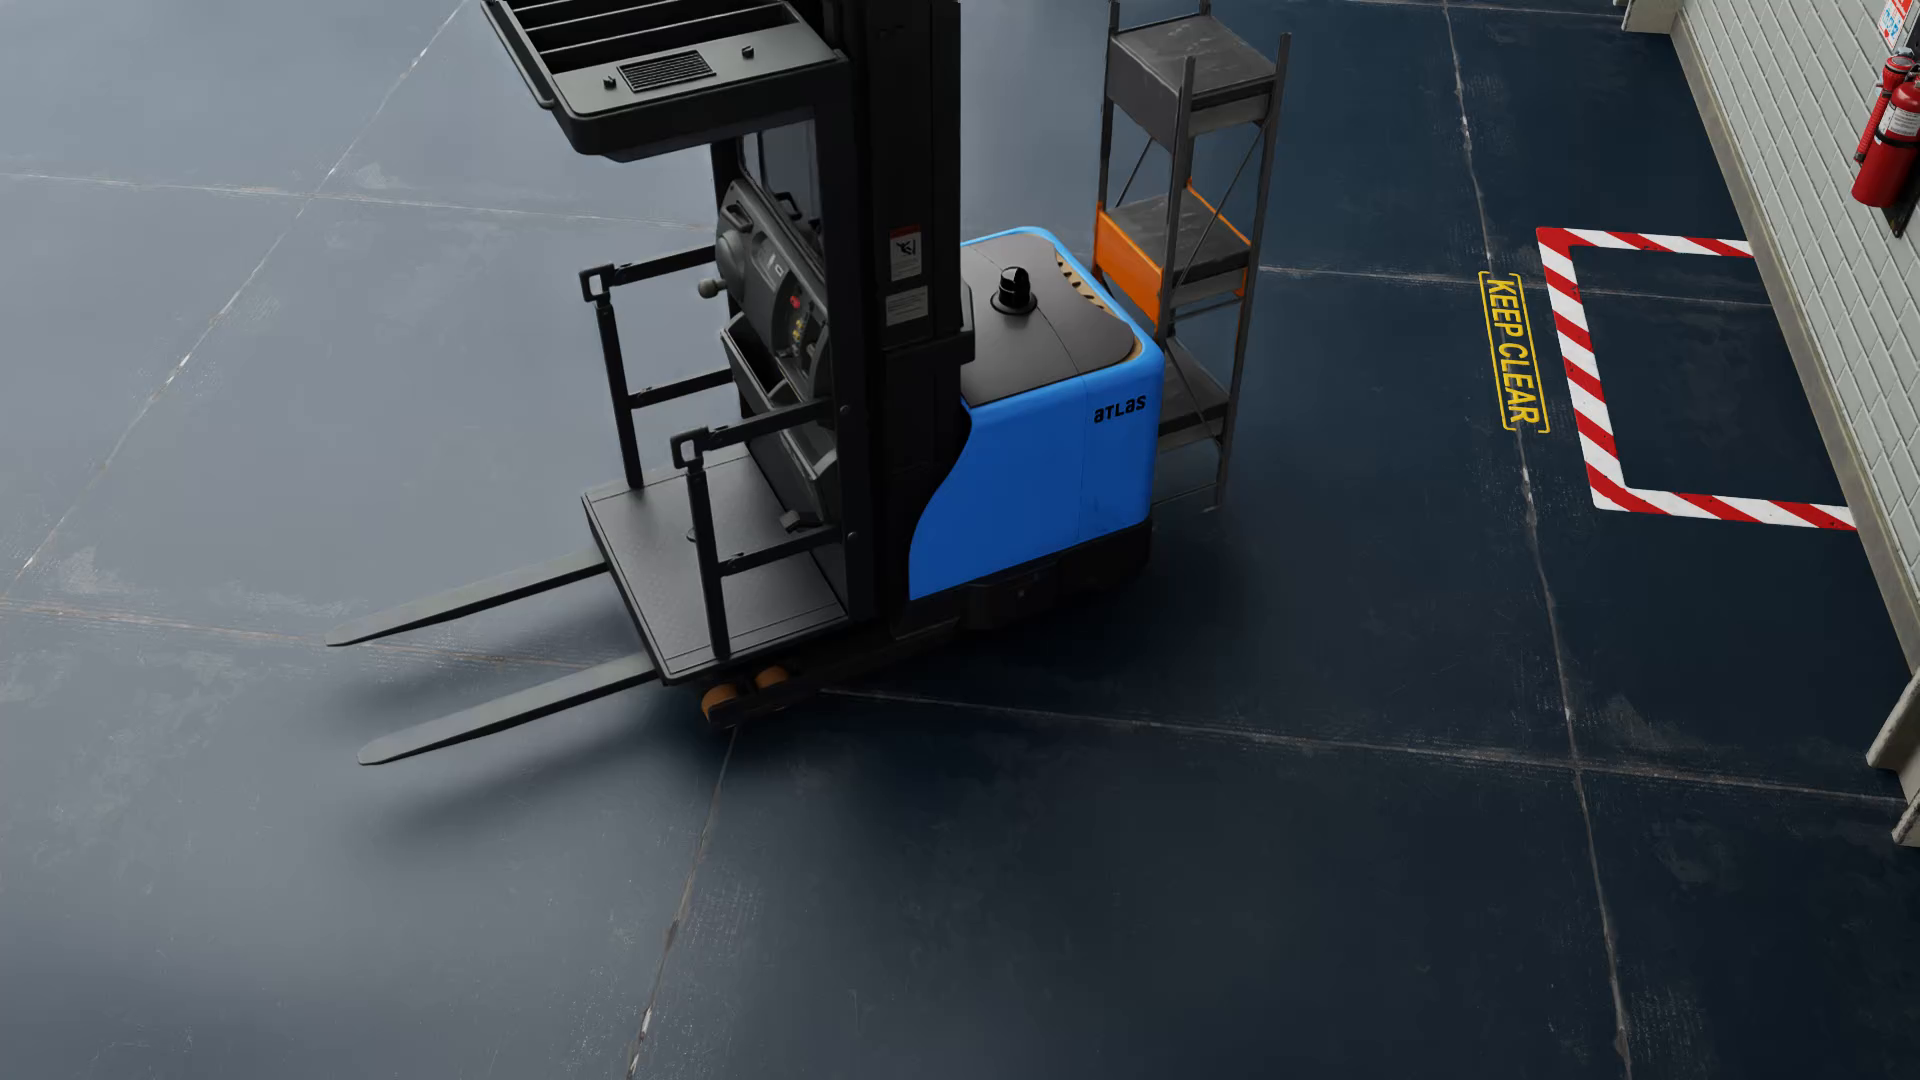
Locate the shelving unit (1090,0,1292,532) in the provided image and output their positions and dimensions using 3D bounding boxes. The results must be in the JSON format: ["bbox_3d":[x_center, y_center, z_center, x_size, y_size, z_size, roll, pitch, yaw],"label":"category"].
[{"bbox_3d":[0.798,-0.992,6.270,0.431,2.100,0.503,-18,46,-18],"label":"shelving unit"}]

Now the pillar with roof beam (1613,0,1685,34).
[{"bbox_3d":[-0.112,-6.834,7.423,9.100,9.000,0.400,5,44,6],"label":"pillar with roof beam"}]

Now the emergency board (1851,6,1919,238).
[{"bbox_3d":[3.727,-1.856,6.529,0.194,1.169,0.643,5,44,6],"label":"emergency board"}]

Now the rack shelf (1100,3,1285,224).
[{"bbox_3d":[0.798,-1.490,5.798,0.431,0.518,0.480,-18,46,-18],"label":"rack shelf"}]

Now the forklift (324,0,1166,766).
[{"bbox_3d":[-0.809,-0.798,5.461,3.031,2.935,1.130,-18,46,-18],"label":"forklift"}]

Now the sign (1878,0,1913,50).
[{"bbox_3d":[3.902,-2.237,6.904,0.001,0.329,0.234,5,44,6],"label":"sign"}]

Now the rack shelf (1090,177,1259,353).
[{"bbox_3d":[0.798,-0.982,6.280,0.431,0.518,0.480,-18,46,-18],"label":"rack shelf"}]

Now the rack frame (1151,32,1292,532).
[{"bbox_3d":[0.903,-0.840,6.110,0.400,2.100,0.015,-18,46,-18],"label":"rack frame"}]

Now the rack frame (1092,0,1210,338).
[{"bbox_3d":[0.693,-1.143,6.430,0.400,2.100,0.015,-18,46,-18],"label":"rack frame"}]

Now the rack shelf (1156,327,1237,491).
[{"bbox_3d":[0.798,-0.473,6.761,0.431,0.518,0.480,-18,46,-18],"label":"rack shelf"}]
